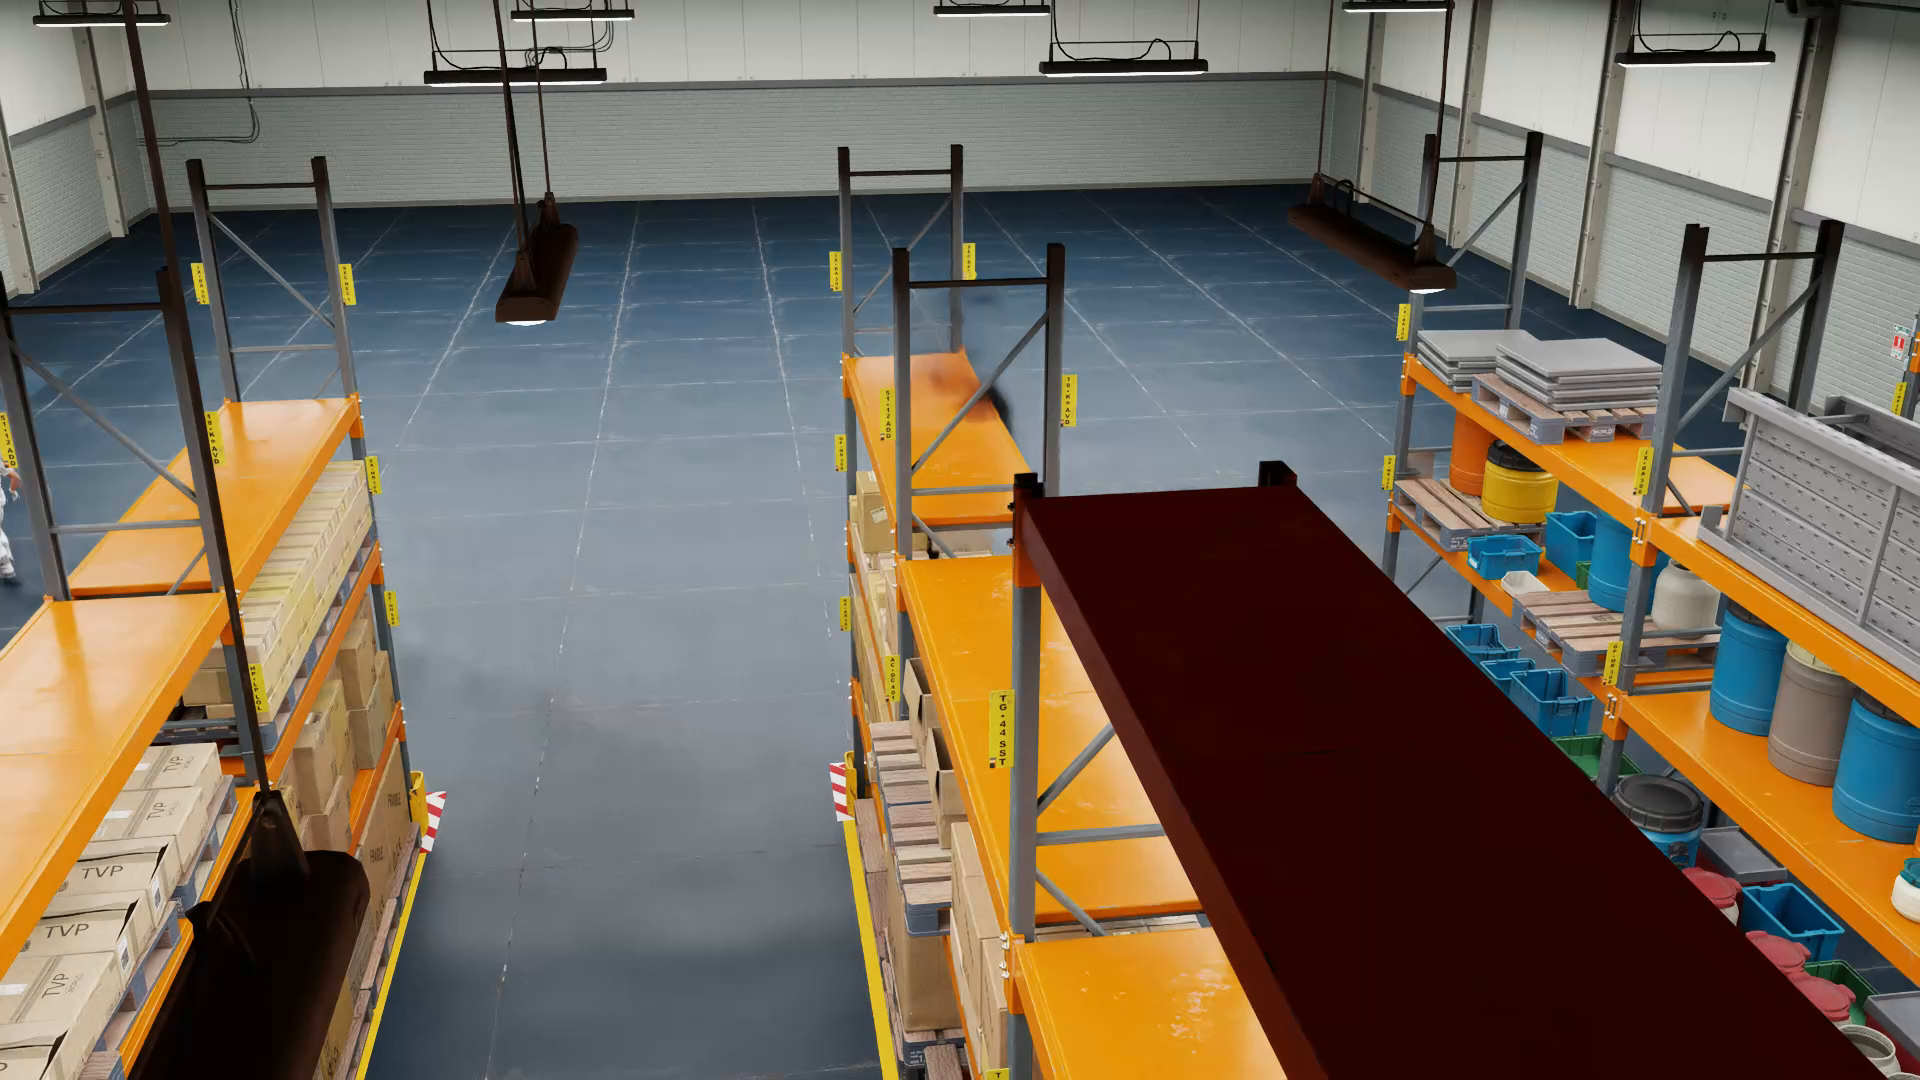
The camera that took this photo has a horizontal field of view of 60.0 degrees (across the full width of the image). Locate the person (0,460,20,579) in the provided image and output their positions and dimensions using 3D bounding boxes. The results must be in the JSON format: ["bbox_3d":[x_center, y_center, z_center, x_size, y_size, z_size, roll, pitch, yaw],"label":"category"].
[{"bbox_3d":[-11.805,-0.387,20.199,0.735,1.817,0.641,14,26,32],"label":"person"}]
